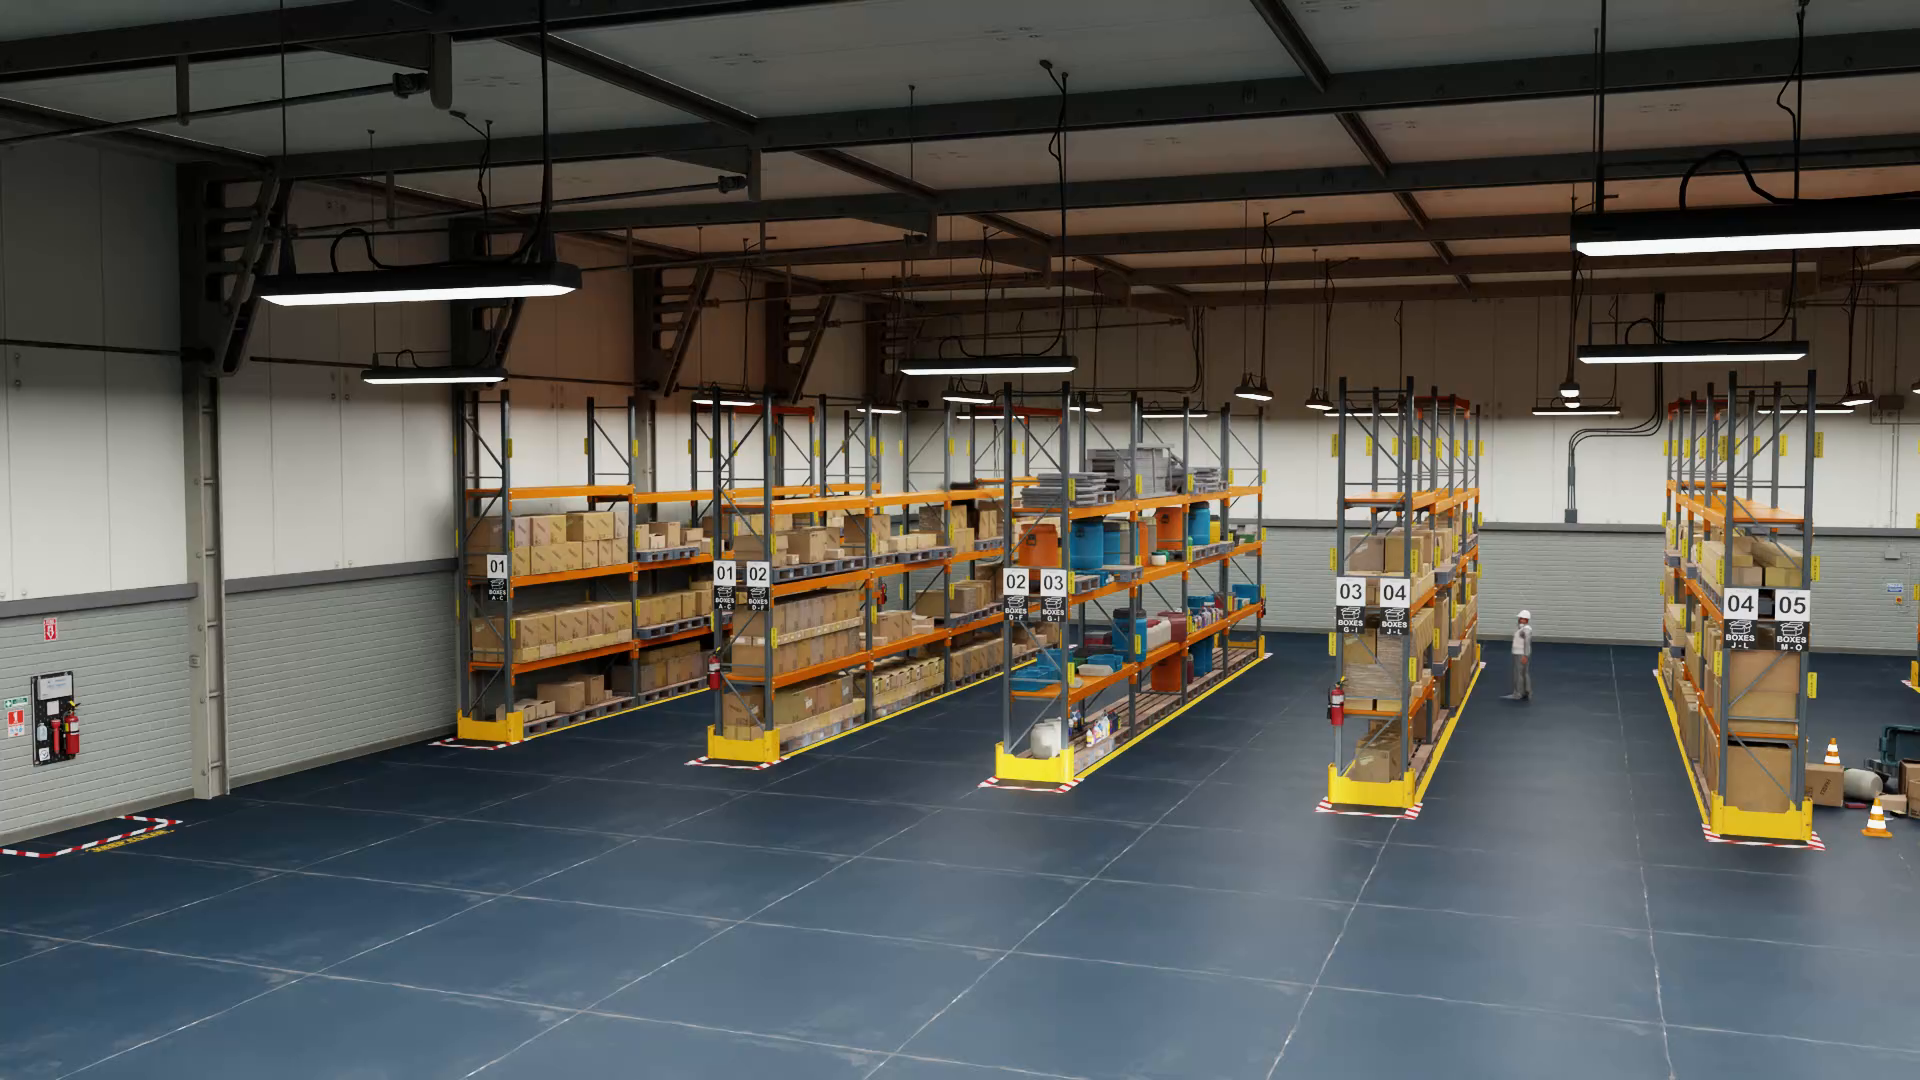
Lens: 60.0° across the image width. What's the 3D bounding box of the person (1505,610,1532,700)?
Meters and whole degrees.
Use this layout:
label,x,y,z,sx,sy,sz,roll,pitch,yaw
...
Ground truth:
label,x,y,z,sx,sy,sz,roll,pitch,yaw
person,11.198,2.286,33.253,0.480,1.774,0.533,2,4,29
